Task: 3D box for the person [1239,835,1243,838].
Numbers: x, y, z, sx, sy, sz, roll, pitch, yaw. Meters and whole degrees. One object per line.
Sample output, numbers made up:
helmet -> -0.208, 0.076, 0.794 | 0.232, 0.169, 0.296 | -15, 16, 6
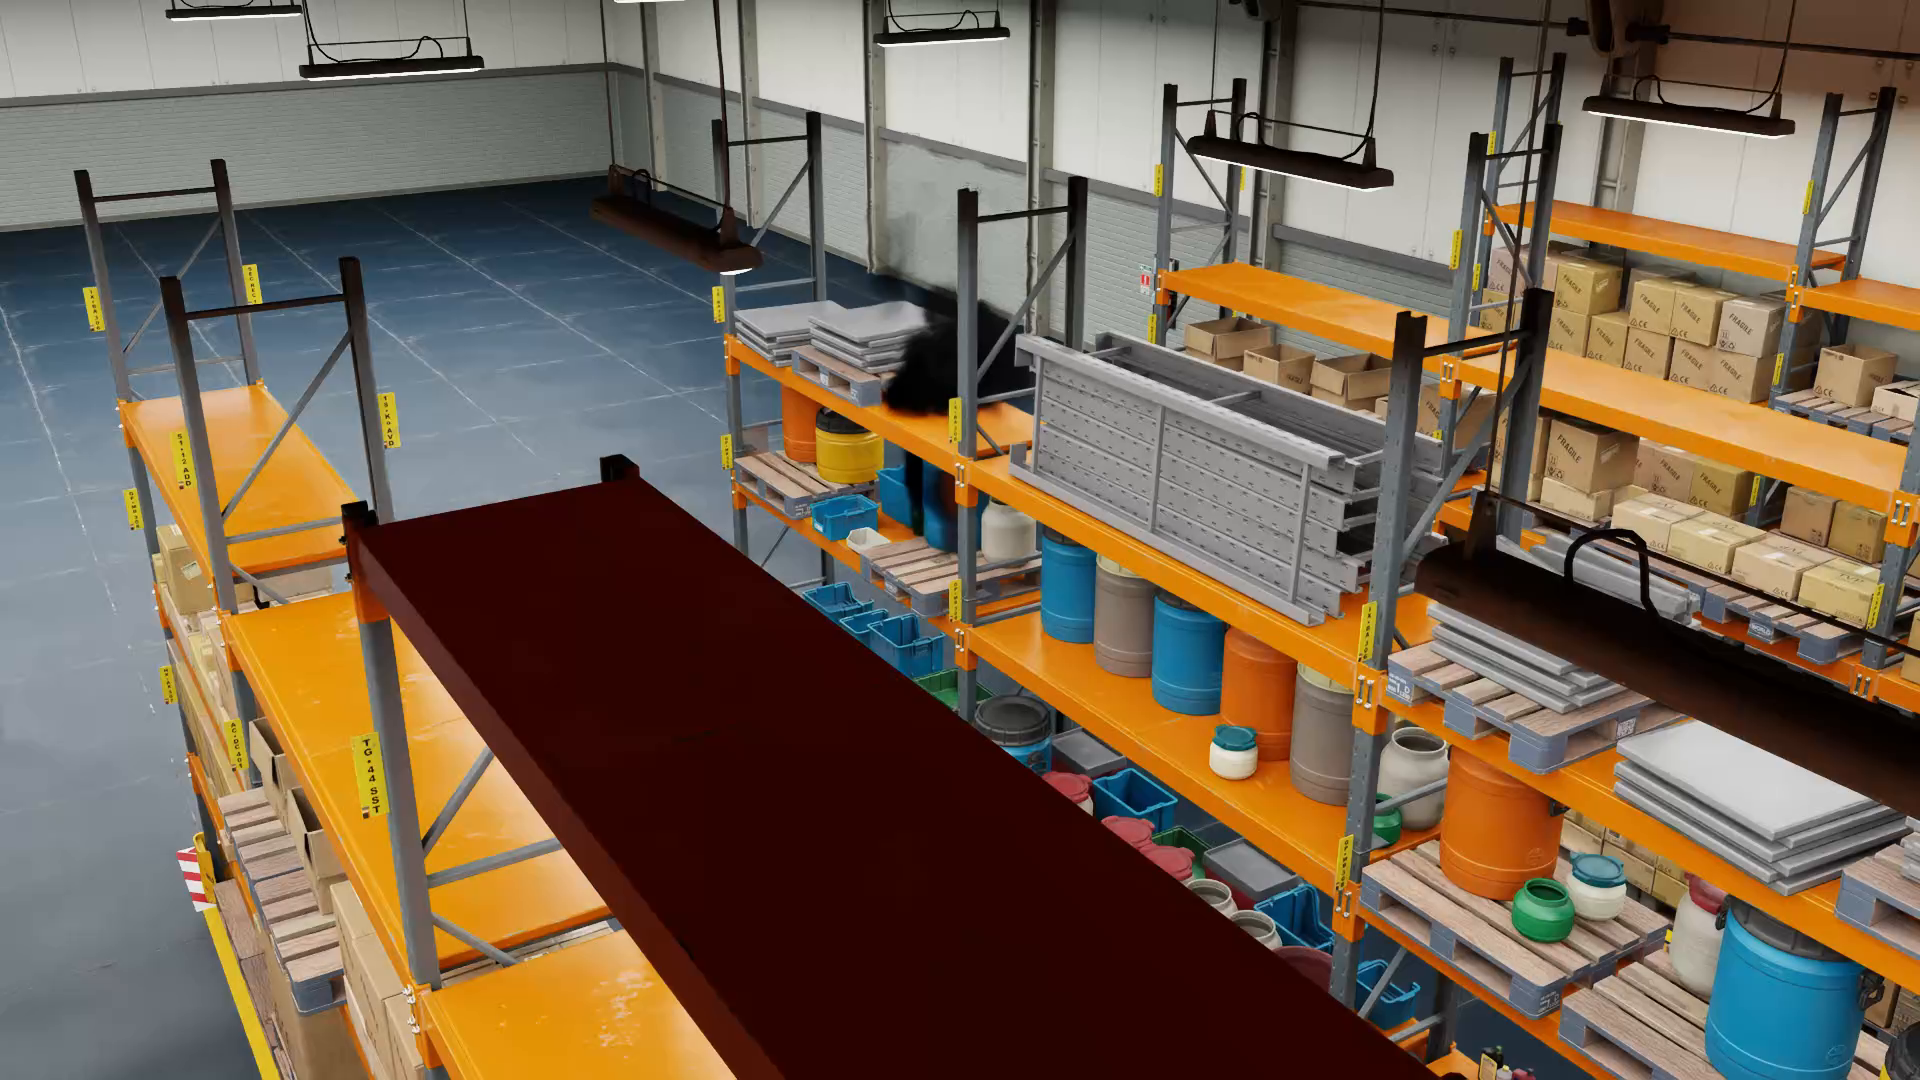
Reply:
person -> 2.346, 2.185, 12.774 | 0.654, 1.798, 0.914 | -18, 28, -38
